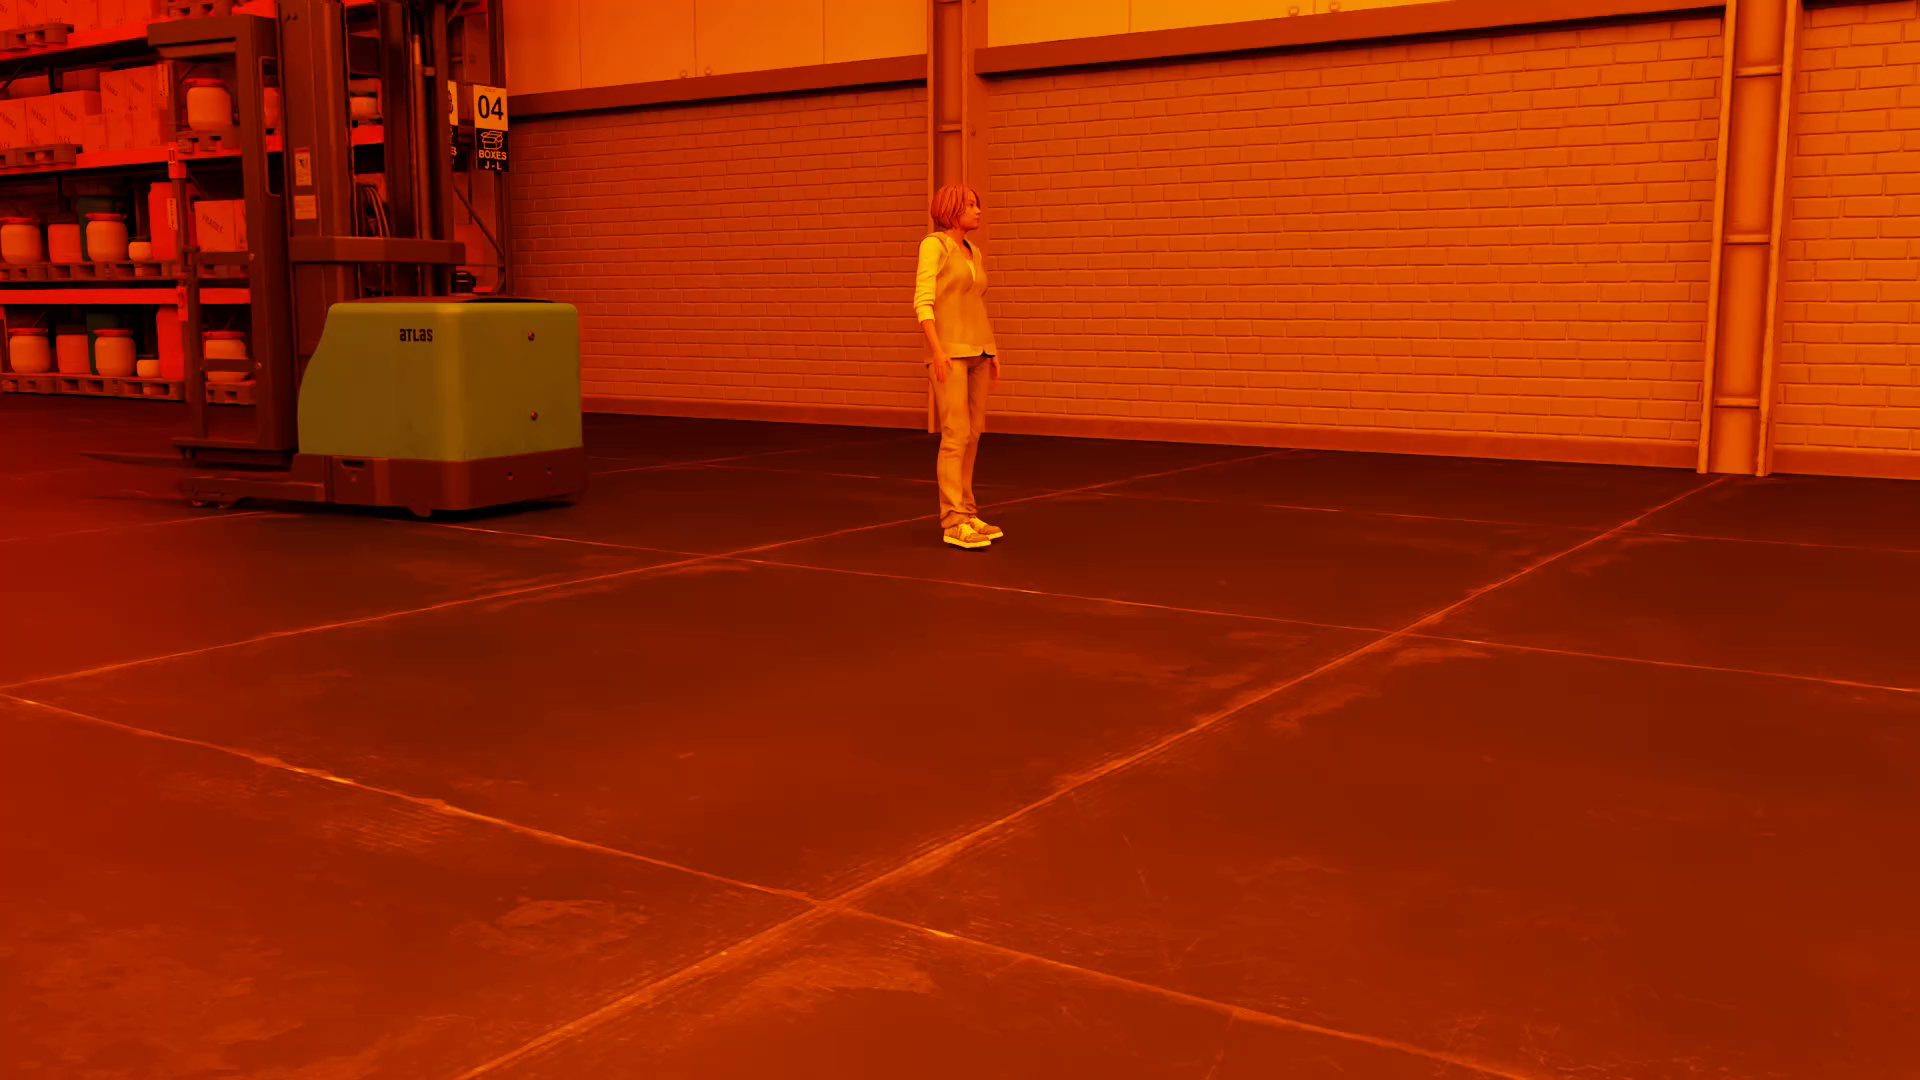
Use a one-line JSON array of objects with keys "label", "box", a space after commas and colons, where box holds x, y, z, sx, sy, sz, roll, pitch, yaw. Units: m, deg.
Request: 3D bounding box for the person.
[{"label": "person", "box": [0.053, -0.791, 7.438, 0.475, 1.597, 0.520, 5, 10, 34]}]

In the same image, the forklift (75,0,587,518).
[{"label": "forklift", "box": [-3.564, -1.678, 8.993, 3.031, 2.935, 1.130, 4, 9, 26]}]
